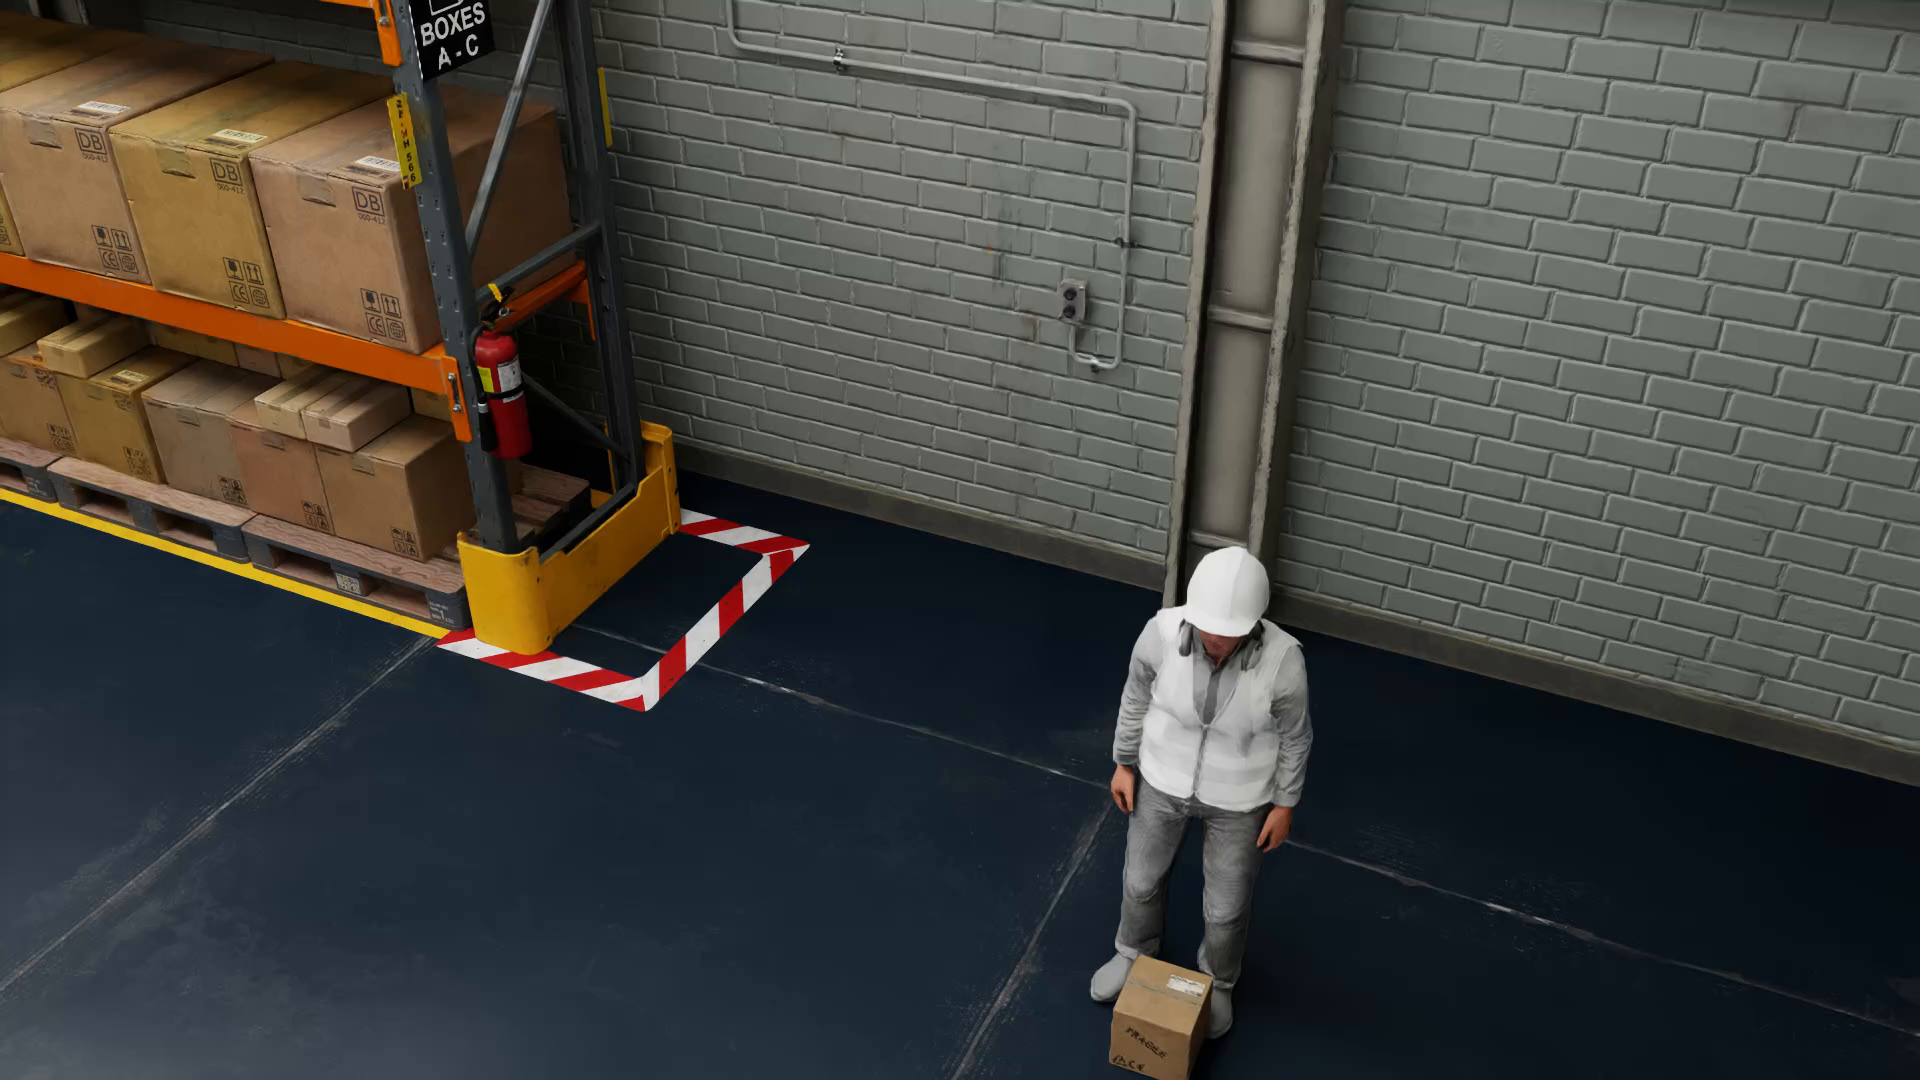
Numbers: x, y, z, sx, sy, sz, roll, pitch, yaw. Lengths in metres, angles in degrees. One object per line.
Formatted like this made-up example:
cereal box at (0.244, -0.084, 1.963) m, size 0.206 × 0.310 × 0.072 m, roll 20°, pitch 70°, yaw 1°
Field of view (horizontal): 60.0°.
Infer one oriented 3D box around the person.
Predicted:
person at (0.736, 0.739, 5.000) m, size 0.578 × 1.770 × 0.465 m, roll 13°, pitch 36°, yaw 19°
